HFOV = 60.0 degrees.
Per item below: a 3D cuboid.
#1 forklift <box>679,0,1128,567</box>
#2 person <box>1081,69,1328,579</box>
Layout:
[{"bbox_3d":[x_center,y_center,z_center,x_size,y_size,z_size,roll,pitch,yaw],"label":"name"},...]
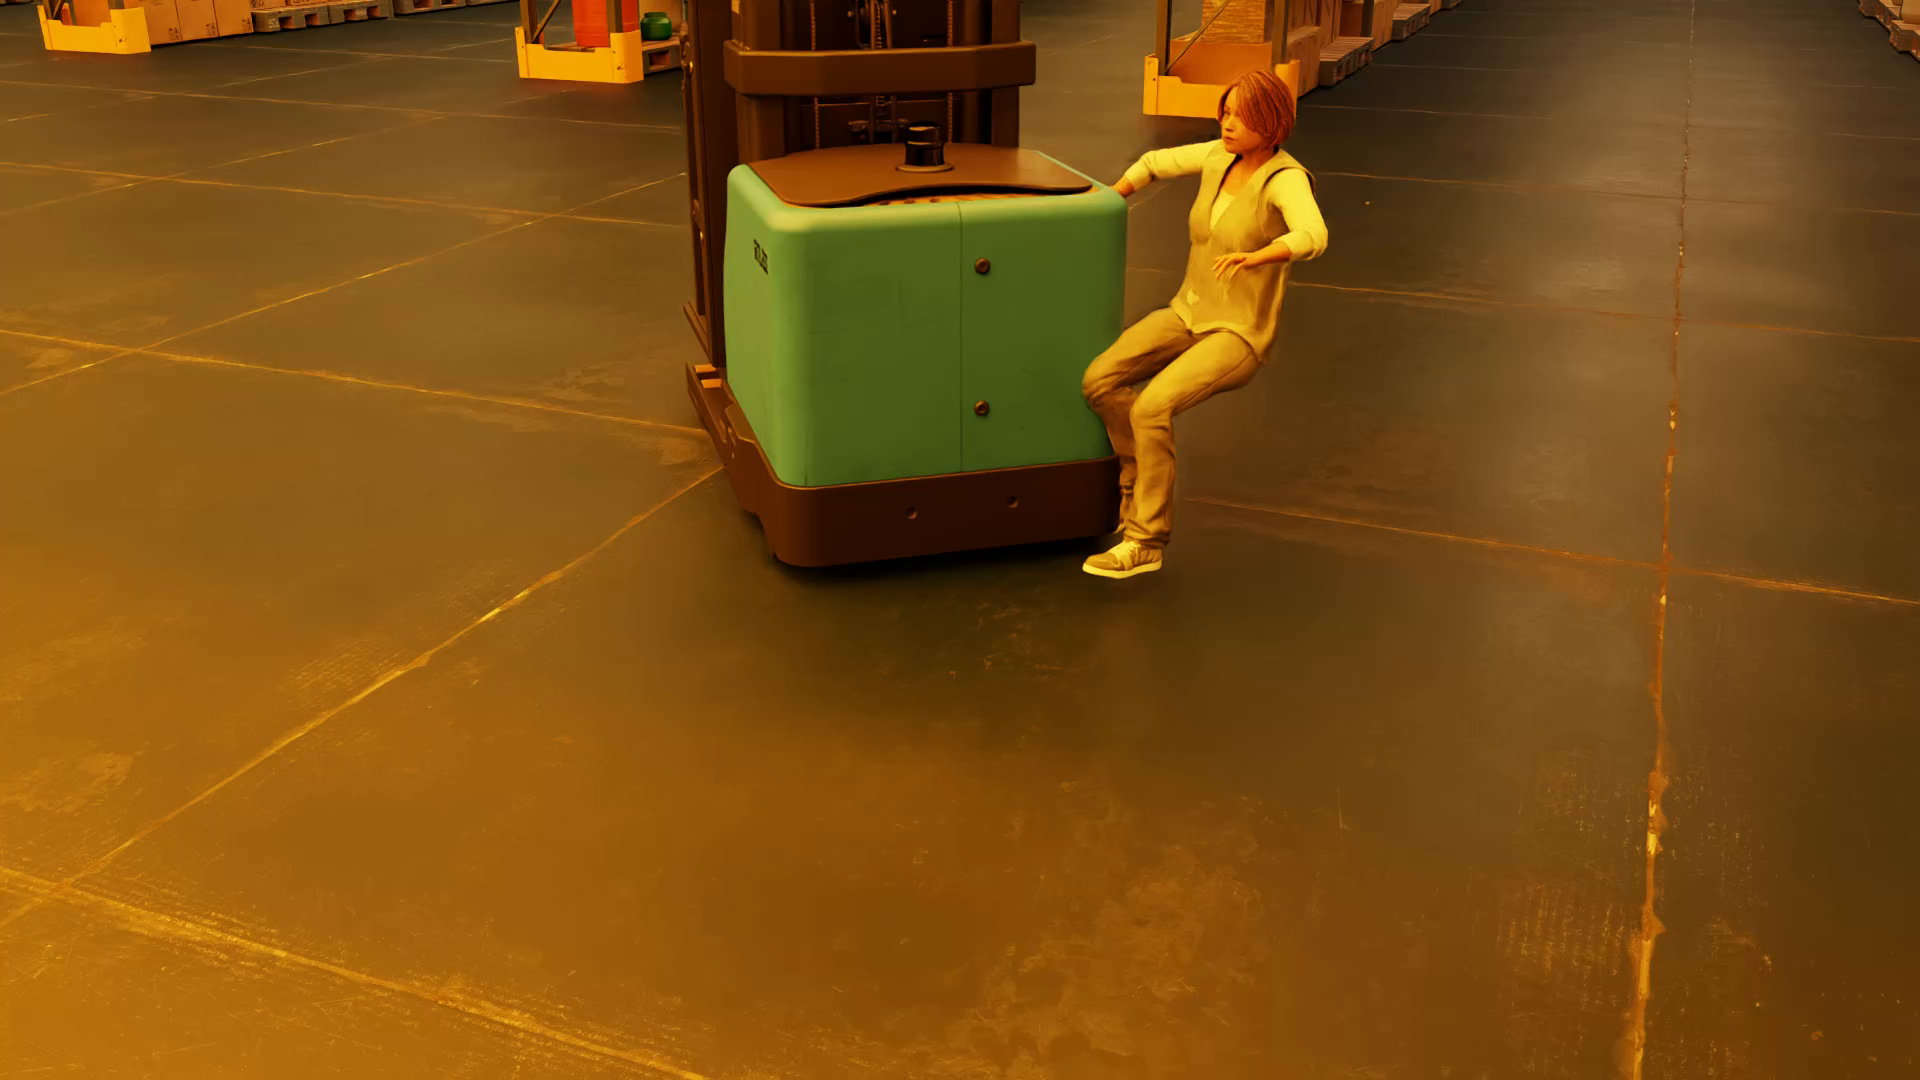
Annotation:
[{"bbox_3d":[-0.408,-1.814,5.633,1.130,2.935,3.031,-6,23,-15],"label":"forklift"},{"bbox_3d":[0.590,-0.616,4.683,0.752,1.354,0.906,-19,29,-38],"label":"person"}]
